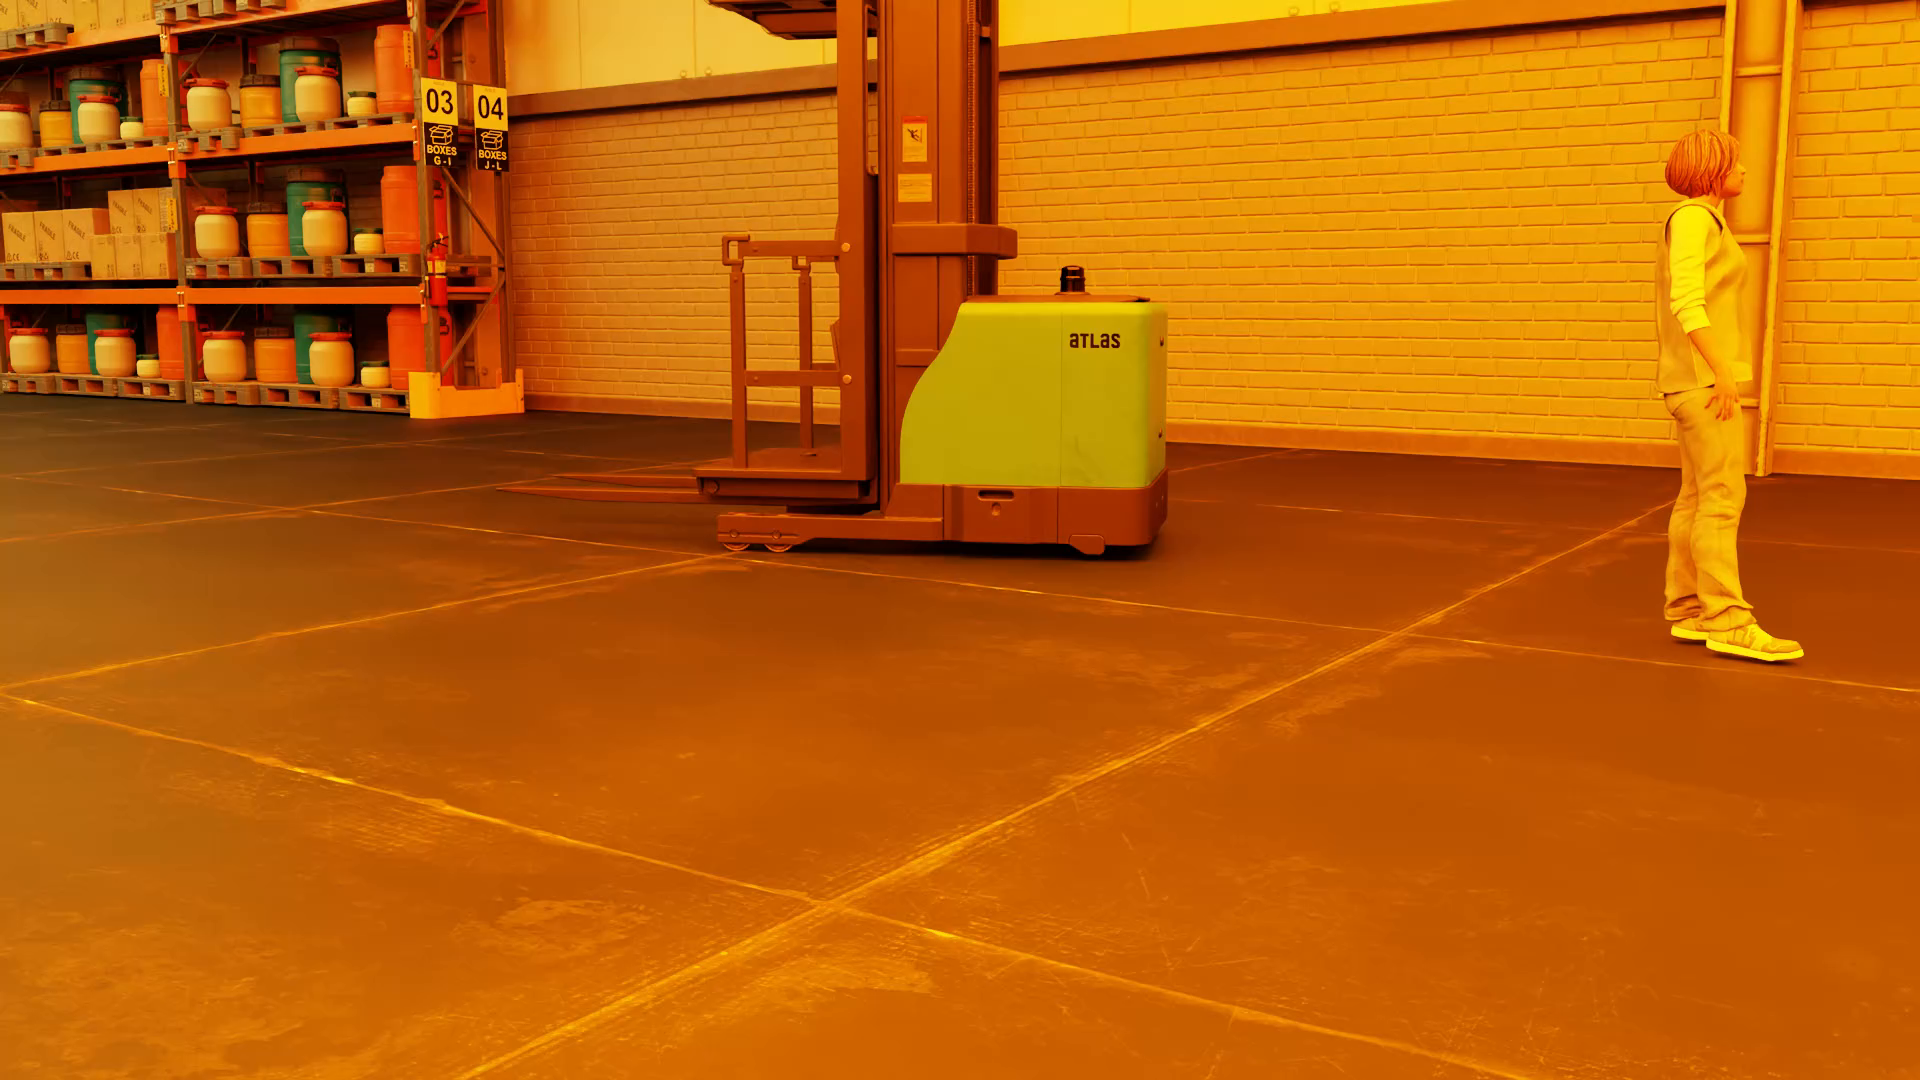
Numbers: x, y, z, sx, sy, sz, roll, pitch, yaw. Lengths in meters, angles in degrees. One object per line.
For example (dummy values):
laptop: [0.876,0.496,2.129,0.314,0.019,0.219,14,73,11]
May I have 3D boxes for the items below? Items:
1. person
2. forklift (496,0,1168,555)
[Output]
person: [2.386,-0.464,5.144,0.475,1.597,0.520,3,9,23]
forklift: [-0.596,-1.469,7.520,3.031,2.935,1.130,2,8,12]
